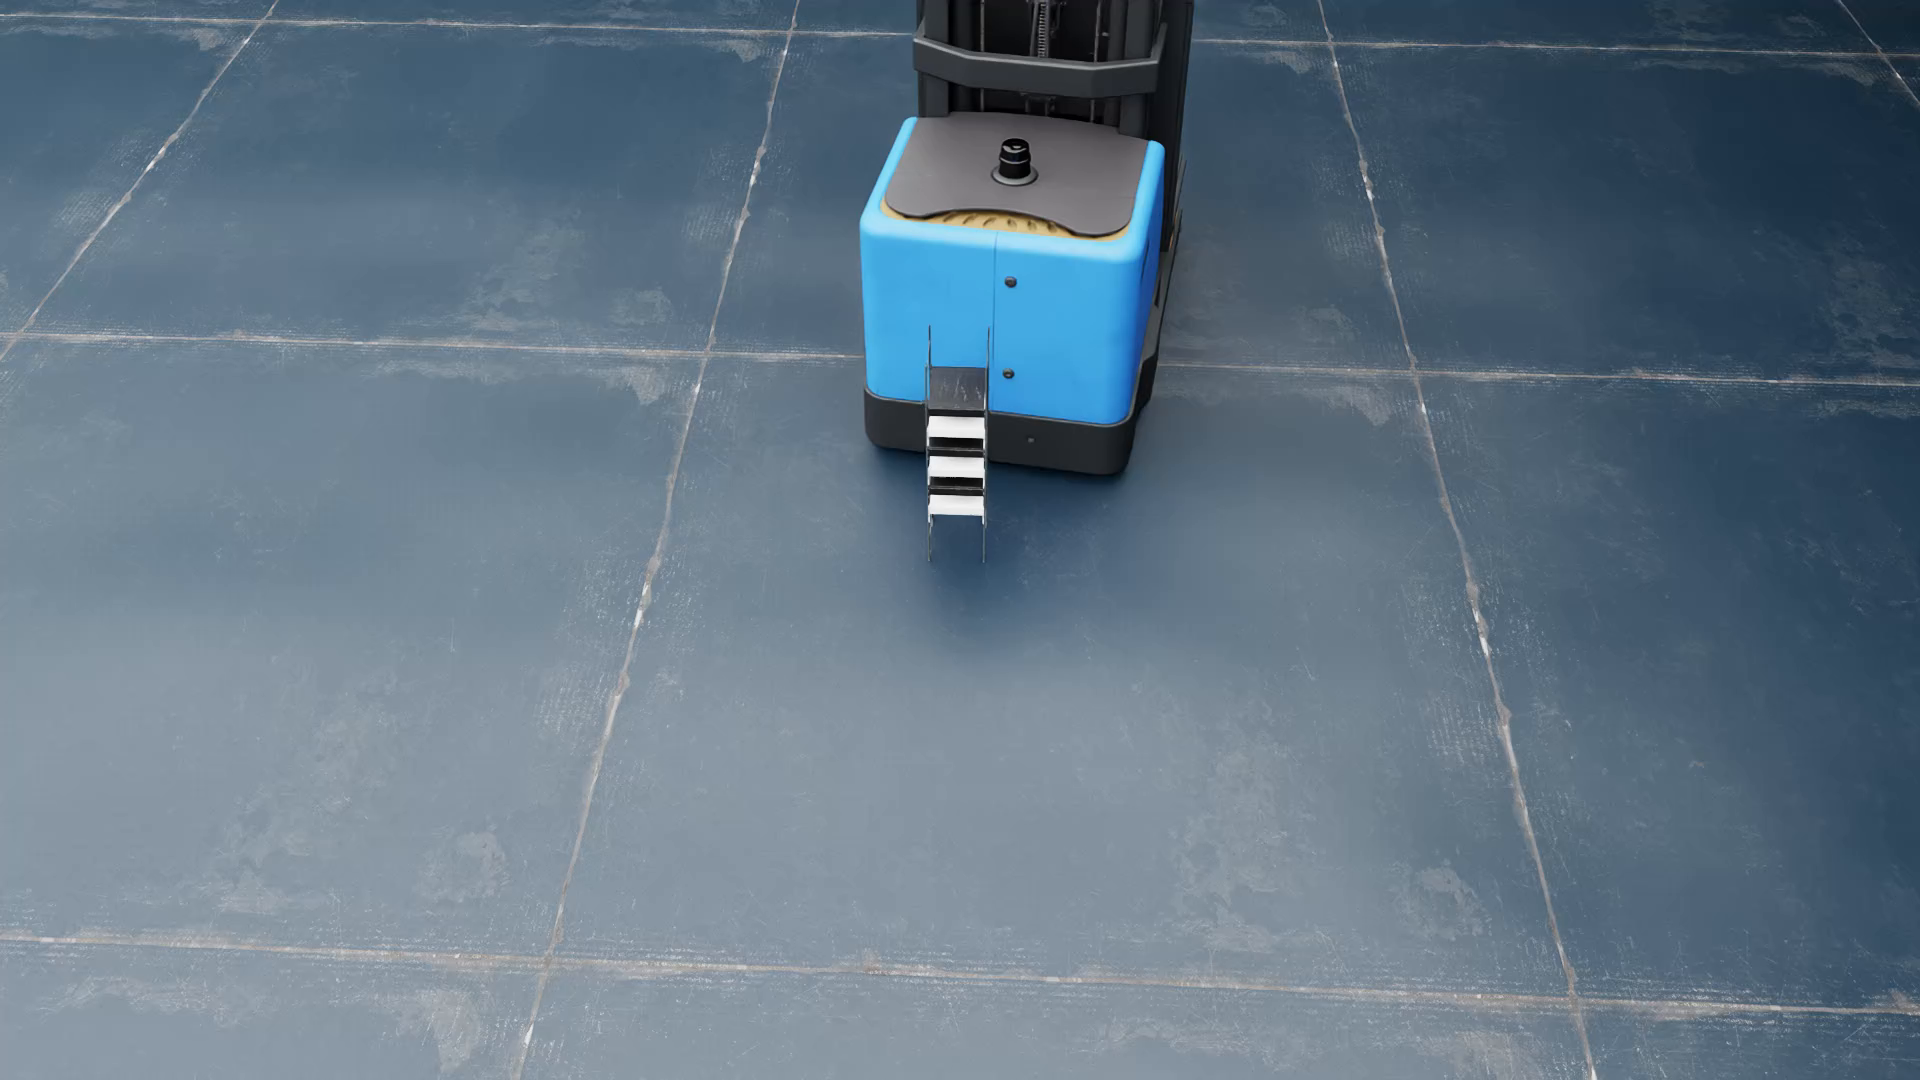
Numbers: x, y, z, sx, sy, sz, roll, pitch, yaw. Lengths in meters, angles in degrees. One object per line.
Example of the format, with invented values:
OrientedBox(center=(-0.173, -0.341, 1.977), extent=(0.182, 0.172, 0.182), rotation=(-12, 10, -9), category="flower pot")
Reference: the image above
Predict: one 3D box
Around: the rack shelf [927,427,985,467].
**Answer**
OrientedBox(center=(-0.008, -0.371, 5.905), extent=(0.200, 0.077, 0.258), rotation=(2, 43, 2), category="rack shelf")

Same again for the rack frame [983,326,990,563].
OrientedBox(center=(0.093, -0.326, 5.940), extent=(0.006, 0.900, 0.240), rotation=(2, 43, 2), category="rack frame")

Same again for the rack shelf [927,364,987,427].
OrientedBox(center=(-0.008, -0.503, 5.782), extent=(0.200, 0.077, 0.258), rotation=(2, 43, 2), category="rack shelf")

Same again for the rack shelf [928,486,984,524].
OrientedBox(center=(-0.008, -0.173, 6.089), extent=(0.200, 0.077, 0.258), rotation=(2, 43, 2), category="rack shelf")

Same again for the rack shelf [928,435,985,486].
OrientedBox(center=(-0.008, -0.305, 5.966), extent=(0.200, 0.077, 0.258), rotation=(2, 43, 2), category="rack shelf")

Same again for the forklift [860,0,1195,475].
OrientedBox(center=(0.417, -2.340, 6.612), extent=(1.130, 2.935, 3.031), rotation=(8, 44, 8), category="forklift")

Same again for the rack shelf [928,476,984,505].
OrientedBox(center=(-0.008, -0.239, 6.028), extent=(0.200, 0.077, 0.258), rotation=(2, 43, 2), category="rack shelf")

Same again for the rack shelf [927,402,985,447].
OrientedBox(center=(-0.008, -0.437, 5.844), extent=(0.200, 0.077, 0.258), rotation=(2, 43, 2), category="rack shelf")

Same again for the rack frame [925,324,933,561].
OrientedBox(center=(-0.110, -0.333, 5.947), extent=(0.006, 0.900, 0.240), rotation=(2, 43, 2), category="rack frame")

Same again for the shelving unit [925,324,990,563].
OrientedBox(center=(-0.008, -0.330, 5.944), extent=(0.210, 0.900, 0.258), rotation=(2, 43, 2), category="shelving unit")
